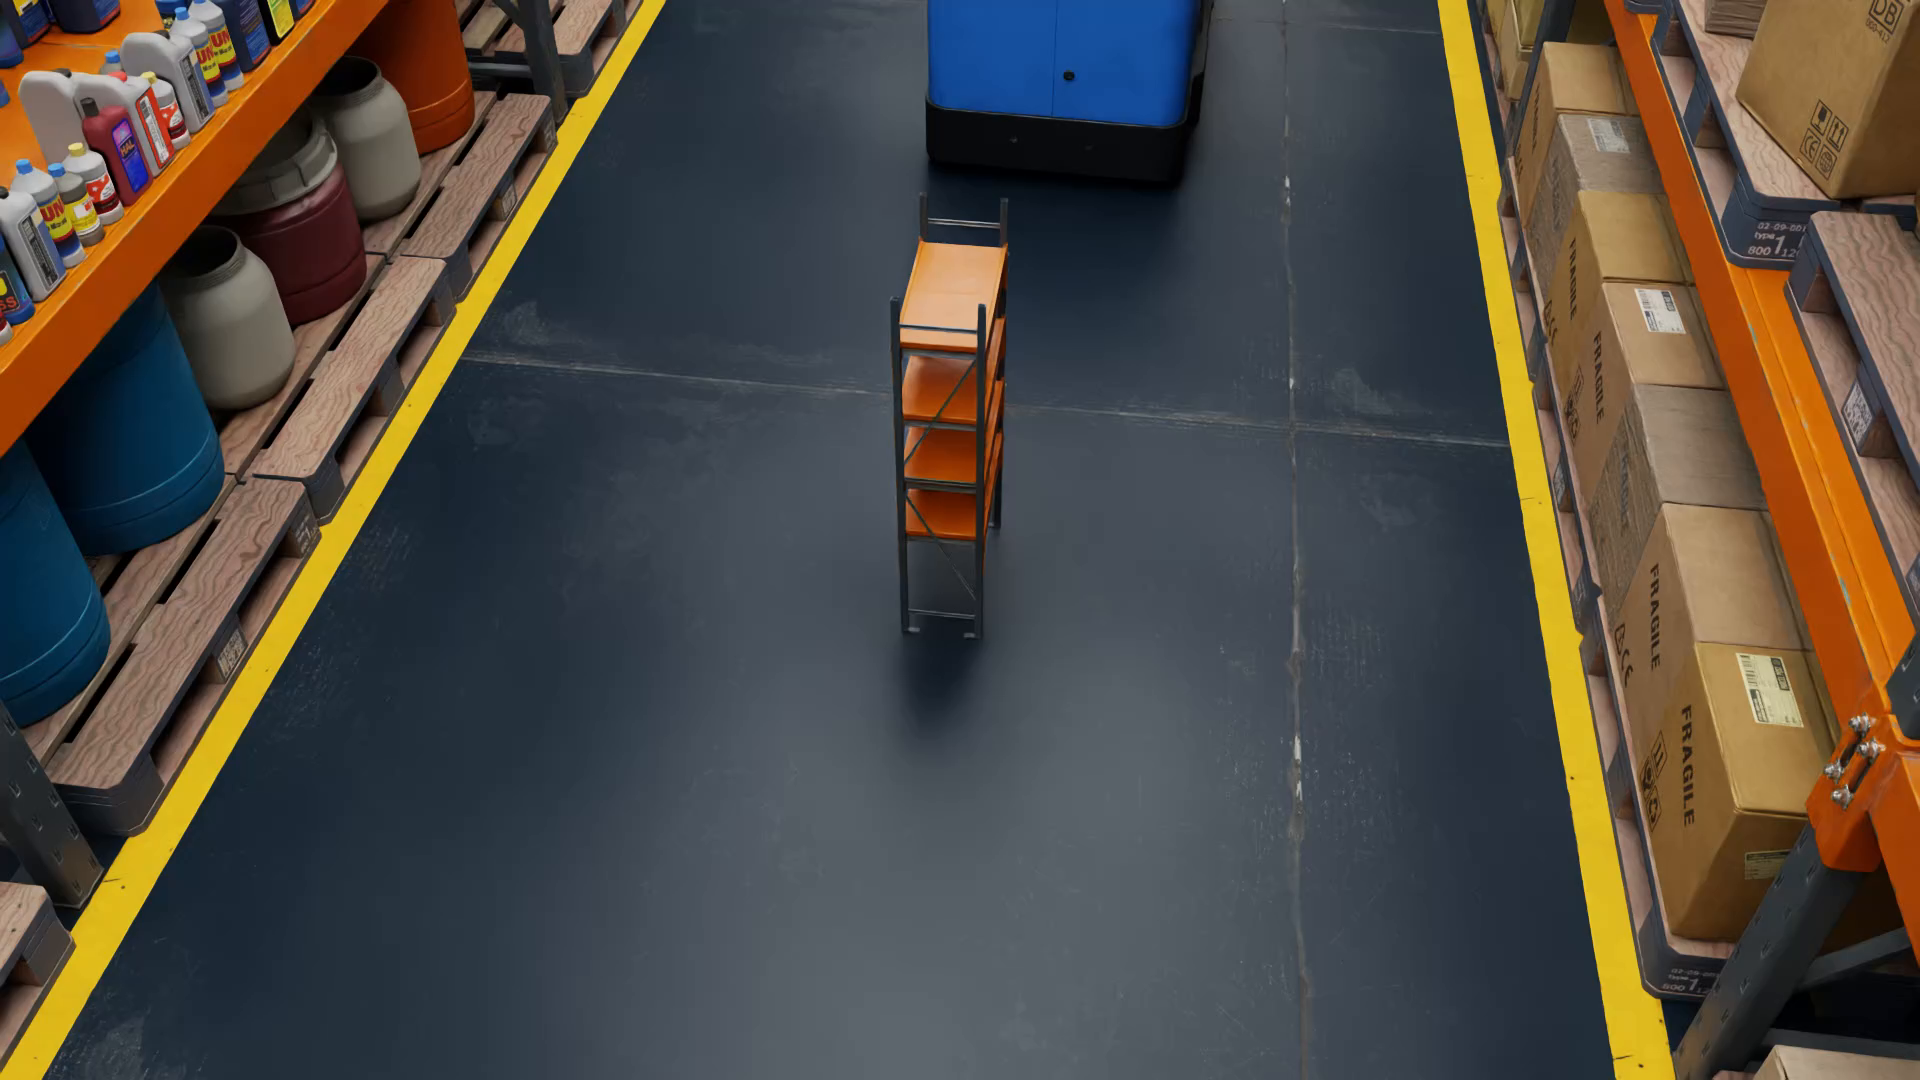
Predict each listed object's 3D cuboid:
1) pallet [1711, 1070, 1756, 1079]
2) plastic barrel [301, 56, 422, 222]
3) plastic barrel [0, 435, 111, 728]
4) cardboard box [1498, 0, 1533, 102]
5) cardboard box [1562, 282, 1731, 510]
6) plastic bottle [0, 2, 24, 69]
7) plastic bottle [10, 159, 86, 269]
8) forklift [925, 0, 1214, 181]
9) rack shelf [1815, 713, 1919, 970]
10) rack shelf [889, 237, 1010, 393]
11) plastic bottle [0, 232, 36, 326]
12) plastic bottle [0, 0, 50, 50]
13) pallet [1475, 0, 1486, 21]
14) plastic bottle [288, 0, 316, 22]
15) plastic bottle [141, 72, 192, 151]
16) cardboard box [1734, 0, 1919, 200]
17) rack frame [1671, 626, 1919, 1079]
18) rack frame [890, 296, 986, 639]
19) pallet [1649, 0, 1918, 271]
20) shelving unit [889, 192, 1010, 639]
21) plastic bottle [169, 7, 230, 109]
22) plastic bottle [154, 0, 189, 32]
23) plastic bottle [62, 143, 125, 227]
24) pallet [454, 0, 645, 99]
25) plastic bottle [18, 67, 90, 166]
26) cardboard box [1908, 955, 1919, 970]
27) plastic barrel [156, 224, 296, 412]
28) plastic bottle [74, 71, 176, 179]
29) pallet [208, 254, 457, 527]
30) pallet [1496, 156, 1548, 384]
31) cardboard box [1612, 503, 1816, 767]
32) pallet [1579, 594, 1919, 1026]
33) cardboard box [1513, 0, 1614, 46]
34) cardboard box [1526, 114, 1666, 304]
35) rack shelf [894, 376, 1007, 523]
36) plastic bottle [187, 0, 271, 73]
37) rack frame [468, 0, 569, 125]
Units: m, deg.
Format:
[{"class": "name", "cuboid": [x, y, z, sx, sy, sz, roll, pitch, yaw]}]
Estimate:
[{"class": "pallet", "cuboid": [2.088, 1.705, 3.296, 1.003, 0.211, 1.213, 5, 44, 6]}, {"class": "plastic barrel", "cuboid": [-2.235, -1.475, 6.131, 0.421, 0.512, 0.421, 0, 43, 0]}, {"class": "plastic barrel", "cuboid": [-2.641, 0.012, 4.276, 0.600, 0.901, 0.708, 5, 44, 6]}, {"class": "cardboard box", "cuboid": [2.536, -2.036, 6.913, 0.500, 0.250, 0.500, 6, 44, 7]}, {"class": "cardboard box", "cuboid": [2.166, -0.414, 5.004, 0.500, 0.500, 0.500, 4, 44, 4]}, {"class": "plastic bottle", "cuboid": [-2.769, -1.489, 4.734, 0.097, 0.271, 0.097, 0, 43, 0]}, {"class": "plastic bottle", "cuboid": [-2.200, -0.788, 3.994, 0.097, 0.271, 0.097, 0, 43, 0]}, {"class": "forklift", "cuboid": [0.621, -3.524, 6.840, 1.130, 2.935, 3.031, 7, 44, 7]}, {"class": "rack shelf", "cuboid": [1.915, 1.849, 1.639, 1.077, 0.370, 4.000, 5, 44, 6]}, {"class": "rack shelf", "cuboid": [-0.022, -0.608, 4.448, 0.258, 0.148, 0.480, 5, 44, 6]}, {"class": "plastic bottle", "cuboid": [-2.231, -0.630, 3.827, 0.097, 0.271, 0.097, 0, 43, 0]}, {"class": "plastic bottle", "cuboid": [-2.787, -1.617, 4.812, 0.144, 0.351, 0.185, 5, 44, 6]}, {"class": "pallet", "cuboid": [3.019, -2.875, 8.133, 1.003, 0.211, 1.213, 5, 44, 6]}, {"class": "plastic bottle", "cuboid": [-2.045, -1.738, 4.940, 0.144, 0.351, 0.185, 5, 44, 6]}, {"class": "plastic bottle", "cuboid": [-2.126, -1.144, 4.421, 0.097, 0.201, 0.097, 0, 43, 0]}, {"class": "cardboard box", "cuboid": [2.352, -1.174, 3.930, 0.700, 0.500, 0.500, -5, 44, -5]}, {"class": "rack frame", "cuboid": [2.179, 0.225, 2.831, 1.000, 3.000, 0.127, 5, 44, 6]}, {"class": "rack frame", "cuboid": [-0.054, -0.157, 4.543, 0.240, 1.200, 0.015, 5, 44, 6]}, {"class": "pallet", "cuboid": [2.456, -1.106, 4.376, 1.003, 0.211, 1.213, 5, 44, 6]}, {"class": "shelving unit", "cuboid": [-0.022, -0.323, 4.718, 0.258, 1.200, 0.503, 5, 44, 6]}, {"class": "plastic bottle", "cuboid": [-2.096, -1.328, 4.564, 0.097, 0.271, 0.097, 0, 43, 0]}, {"class": "plastic bottle", "cuboid": [-2.213, -1.474, 4.718, 0.097, 0.271, 0.097, 0, 43, 0]}, {"class": "plastic bottle", "cuboid": [-2.175, -0.895, 4.158, 0.097, 0.201, 0.097, 0, 43, 0]}, {"class": "pallet", "cuboid": [-2.060, -2.466, 7.701, 1.003, 0.211, 1.213, 5, 44, 6]}, {"class": "plastic bottle", "cuboid": [-2.320, -1.109, 4.330, 0.152, 0.276, 0.135, 5, 44, 6]}, {"class": "cardboard box", "cuboid": [2.485, 0.665, 3.864, 0.500, 0.500, 0.500, 3, 44, 4]}, {"class": "plastic barrel", "cuboid": [-2.384, -0.706, 5.318, 0.421, 0.512, 0.421, 0, 43, 0]}, {"class": "plastic bottle", "cuboid": [-2.169, -1.095, 4.315, 0.152, 0.276, 0.135, 5, 44, 6]}, {"class": "pallet", "cuboid": [-2.428, -0.571, 5.700, 1.003, 0.211, 1.213, 5, 44, 6]}, {"class": "pallet", "cuboid": [2.572, -0.983, 6.135, 1.003, 0.211, 1.213, 5, 44, 6]}, {"class": "cardboard box", "cuboid": [2.034, 0.274, 4.277, 0.500, 0.500, 0.500, 5, 44, 6]}, {"class": "pallet", "cuboid": [2.249, 0.680, 4.379, 1.003, 0.211, 1.213, 5, 44, 6]}, {"class": "cardboard box", "cuboid": [2.533, -2.238, 6.719, 0.500, 0.311, 0.500, 6, 44, 7]}, {"class": "cardboard box", "cuboid": [2.301, -1.112, 5.741, 0.500, 0.500, 0.500, 4, 44, 4]}, {"class": "rack shelf", "cuboid": [-0.022, -0.274, 4.765, 0.258, 0.148, 0.480, 5, 44, 6]}, {"class": "plastic bottle", "cuboid": [-2.087, -1.521, 4.711, 0.144, 0.351, 0.185, 5, 44, 6]}, {"class": "rack frame", "cuboid": [-2.201, -2.954, 6.188, 1.000, 3.000, 0.127, 5, 44, 6]}]
